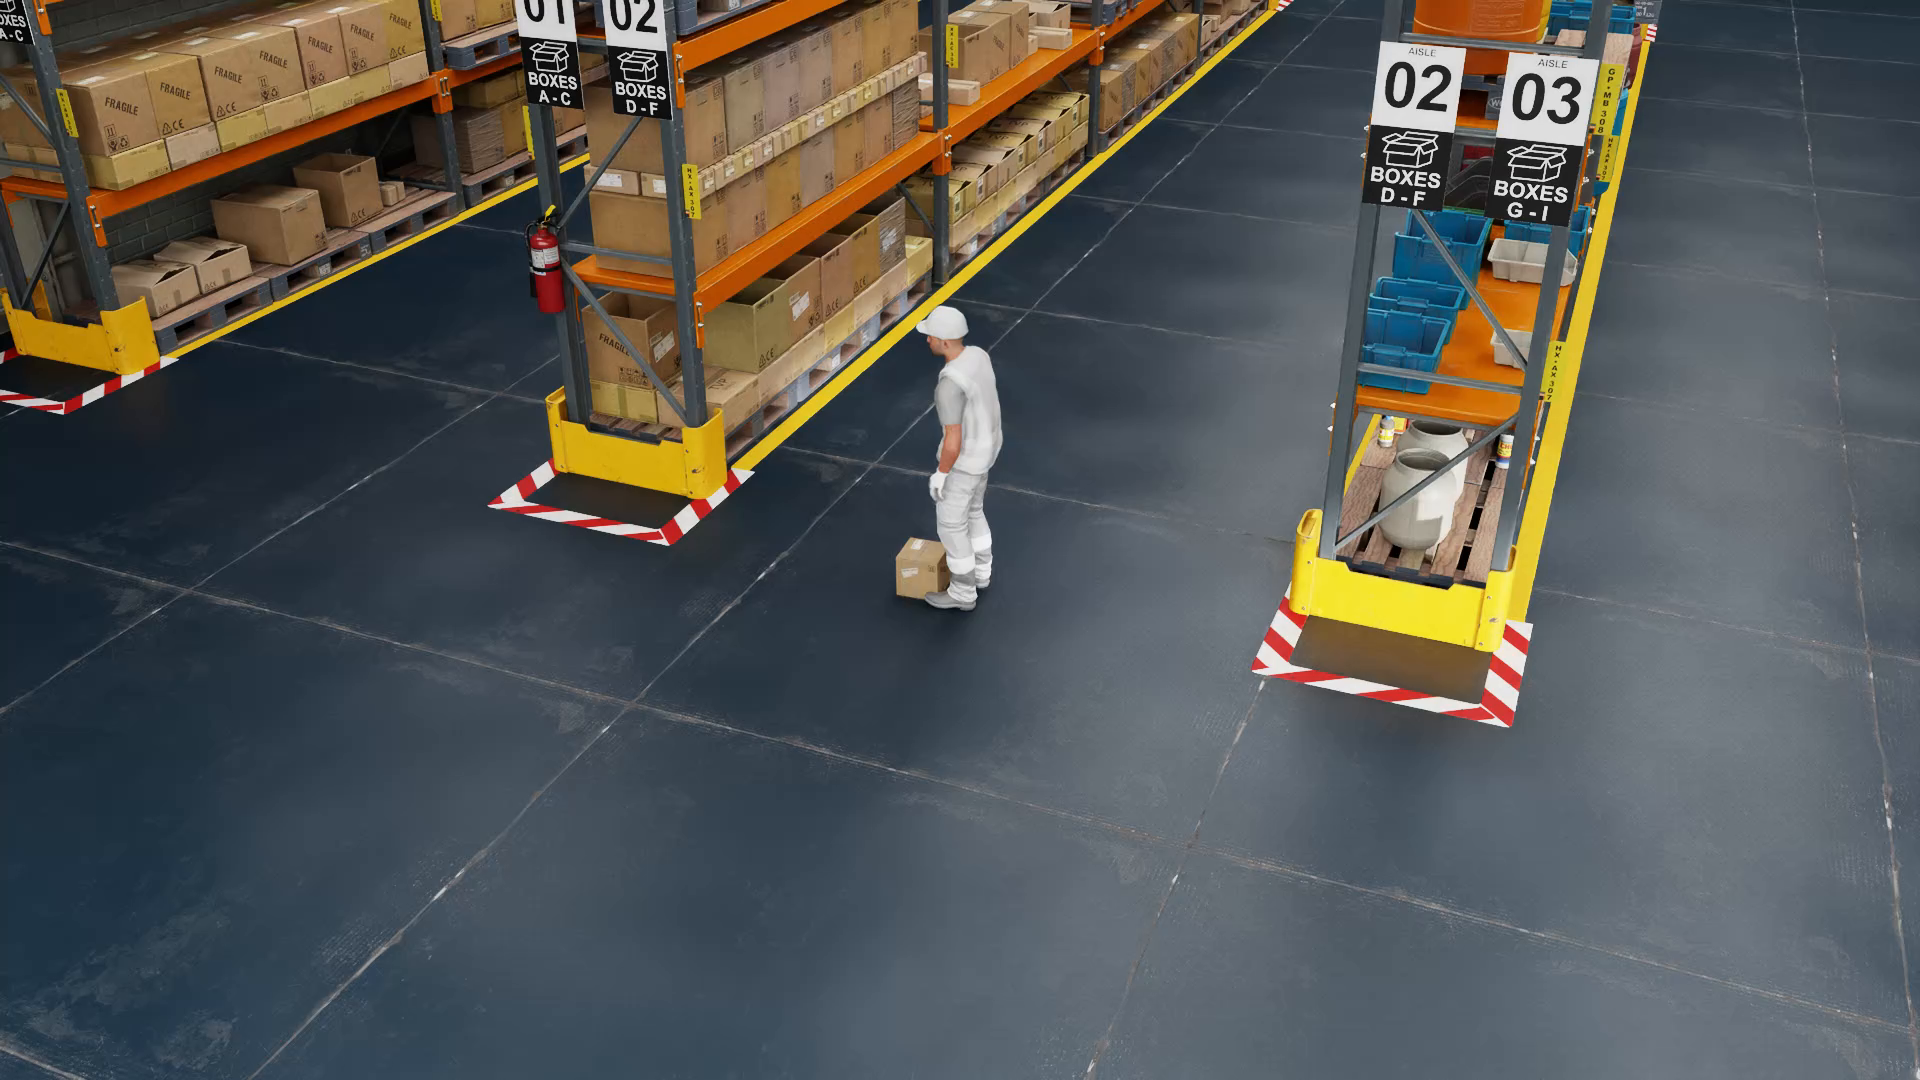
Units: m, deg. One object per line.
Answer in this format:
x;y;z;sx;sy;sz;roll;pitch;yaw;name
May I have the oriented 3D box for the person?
-0.006;-0.452;9.190;0.456;1.778;0.617;11;31;18;person
